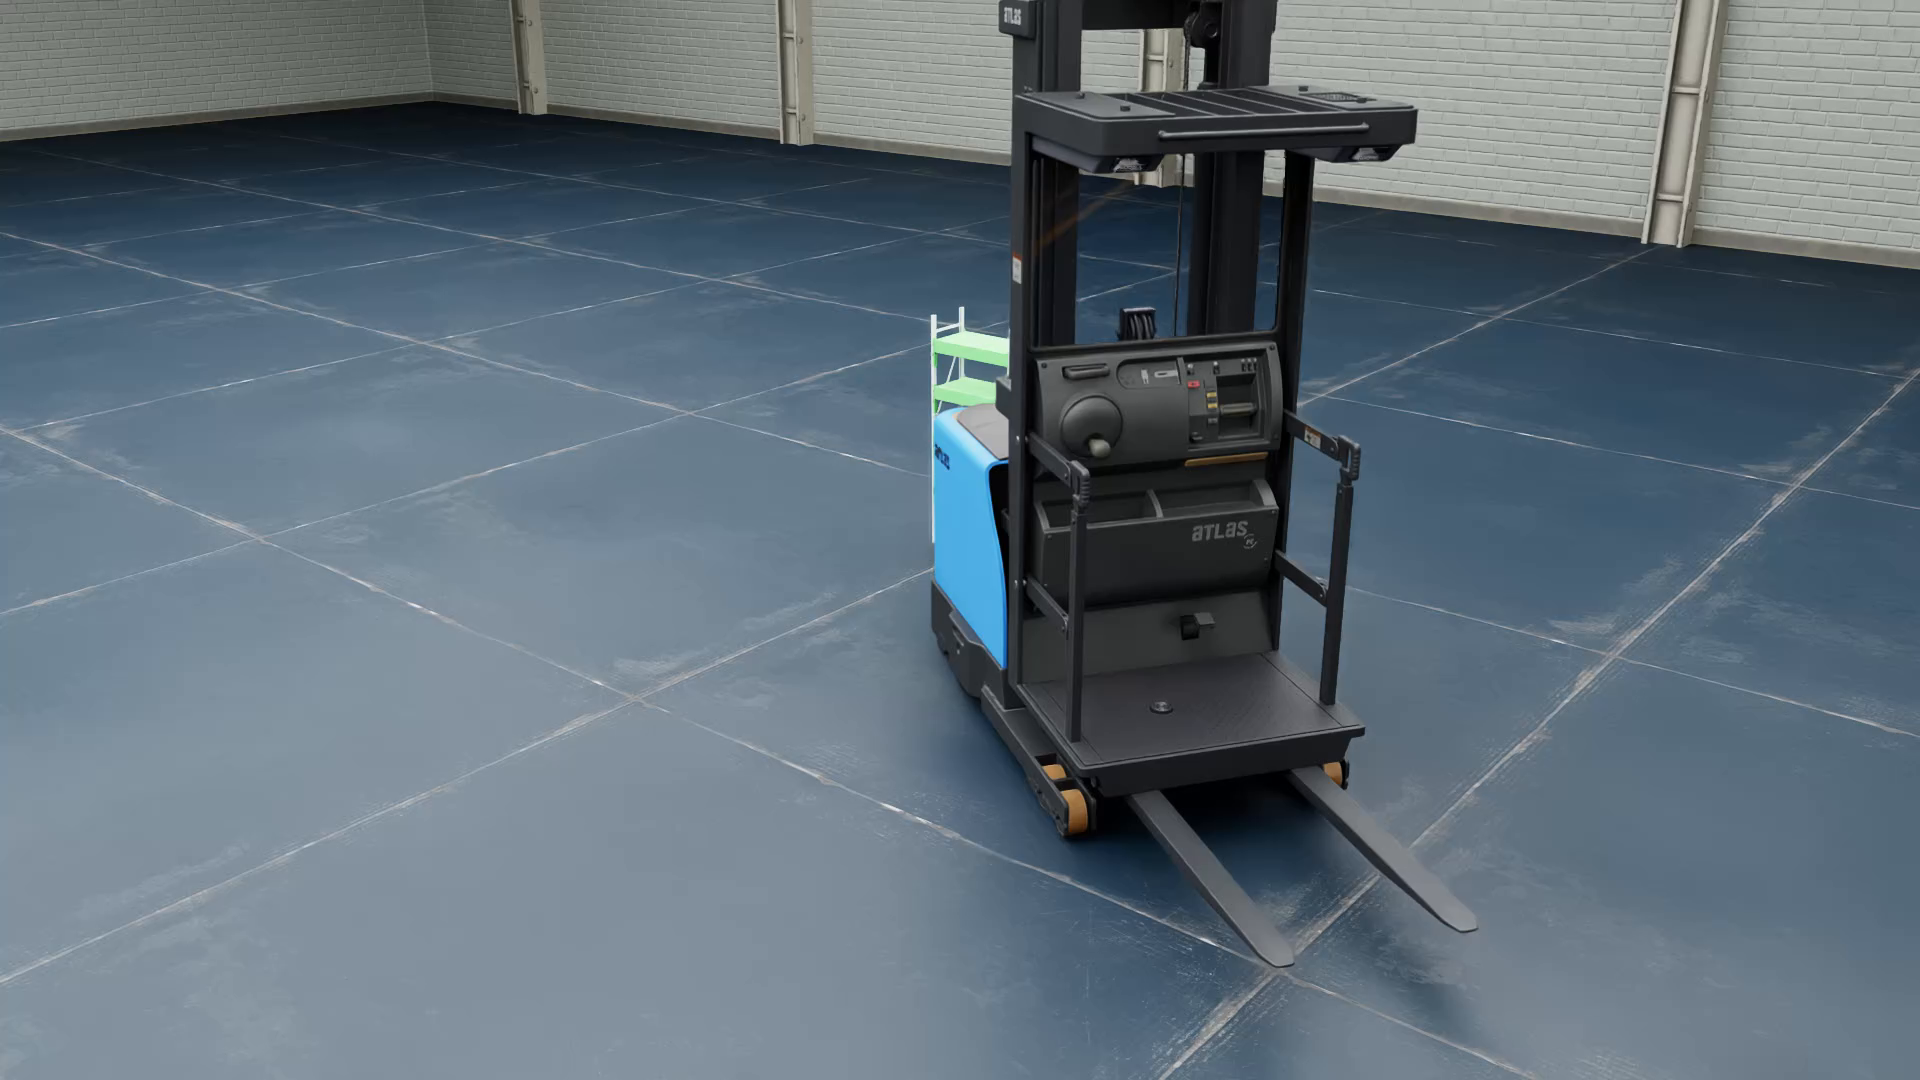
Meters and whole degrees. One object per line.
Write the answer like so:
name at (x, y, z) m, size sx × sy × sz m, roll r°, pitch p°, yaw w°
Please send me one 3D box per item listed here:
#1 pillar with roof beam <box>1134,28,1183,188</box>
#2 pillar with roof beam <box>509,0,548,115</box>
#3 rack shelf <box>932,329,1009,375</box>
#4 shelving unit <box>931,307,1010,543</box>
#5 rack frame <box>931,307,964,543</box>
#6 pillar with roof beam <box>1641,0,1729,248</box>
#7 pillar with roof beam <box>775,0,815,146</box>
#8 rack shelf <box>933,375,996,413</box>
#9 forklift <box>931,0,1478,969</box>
pillar with roof beam at (-0.376, -7.314, 15.311) m, size 0.400 × 9.000 × 9.100 m, roll 16°, pitch 26°, yaw 36°
pillar with roof beam at (-9.672, -9.992, 22.410) m, size 0.400 × 9.000 × 9.100 m, roll 16°, pitch 26°, yaw 36°
rack shelf at (0.128, -0.914, 8.212) m, size 0.480 × 0.148 × 0.258 m, roll 16°, pitch 26°, yaw 36°
shelving unit at (0.128, -0.524, 8.359) m, size 0.503 × 1.200 × 0.258 m, roll 16°, pitch 26°, yaw 36°
rack frame at (-0.061, -0.579, 8.503) m, size 0.015 × 1.200 × 0.240 m, roll 16°, pitch 26°, yaw 36°
pillar with roof beam at (4.273, -5.976, 11.761) m, size 0.400 × 9.000 × 9.100 m, roll 16°, pitch 26°, yaw 36°
pillar with roof beam at (-5.024, -8.653, 18.861) m, size 0.400 × 9.000 × 9.100 m, roll 16°, pitch 26°, yaw 36°
rack shelf at (0.128, -0.689, 8.296) m, size 0.480 × 0.148 × 0.258 m, roll 16°, pitch 26°, yaw 36°
forklift at (0.789, -0.480, 5.787) m, size 1.130 × 2.935 × 3.031 m, roll -6°, pitch 22°, yaw -16°
